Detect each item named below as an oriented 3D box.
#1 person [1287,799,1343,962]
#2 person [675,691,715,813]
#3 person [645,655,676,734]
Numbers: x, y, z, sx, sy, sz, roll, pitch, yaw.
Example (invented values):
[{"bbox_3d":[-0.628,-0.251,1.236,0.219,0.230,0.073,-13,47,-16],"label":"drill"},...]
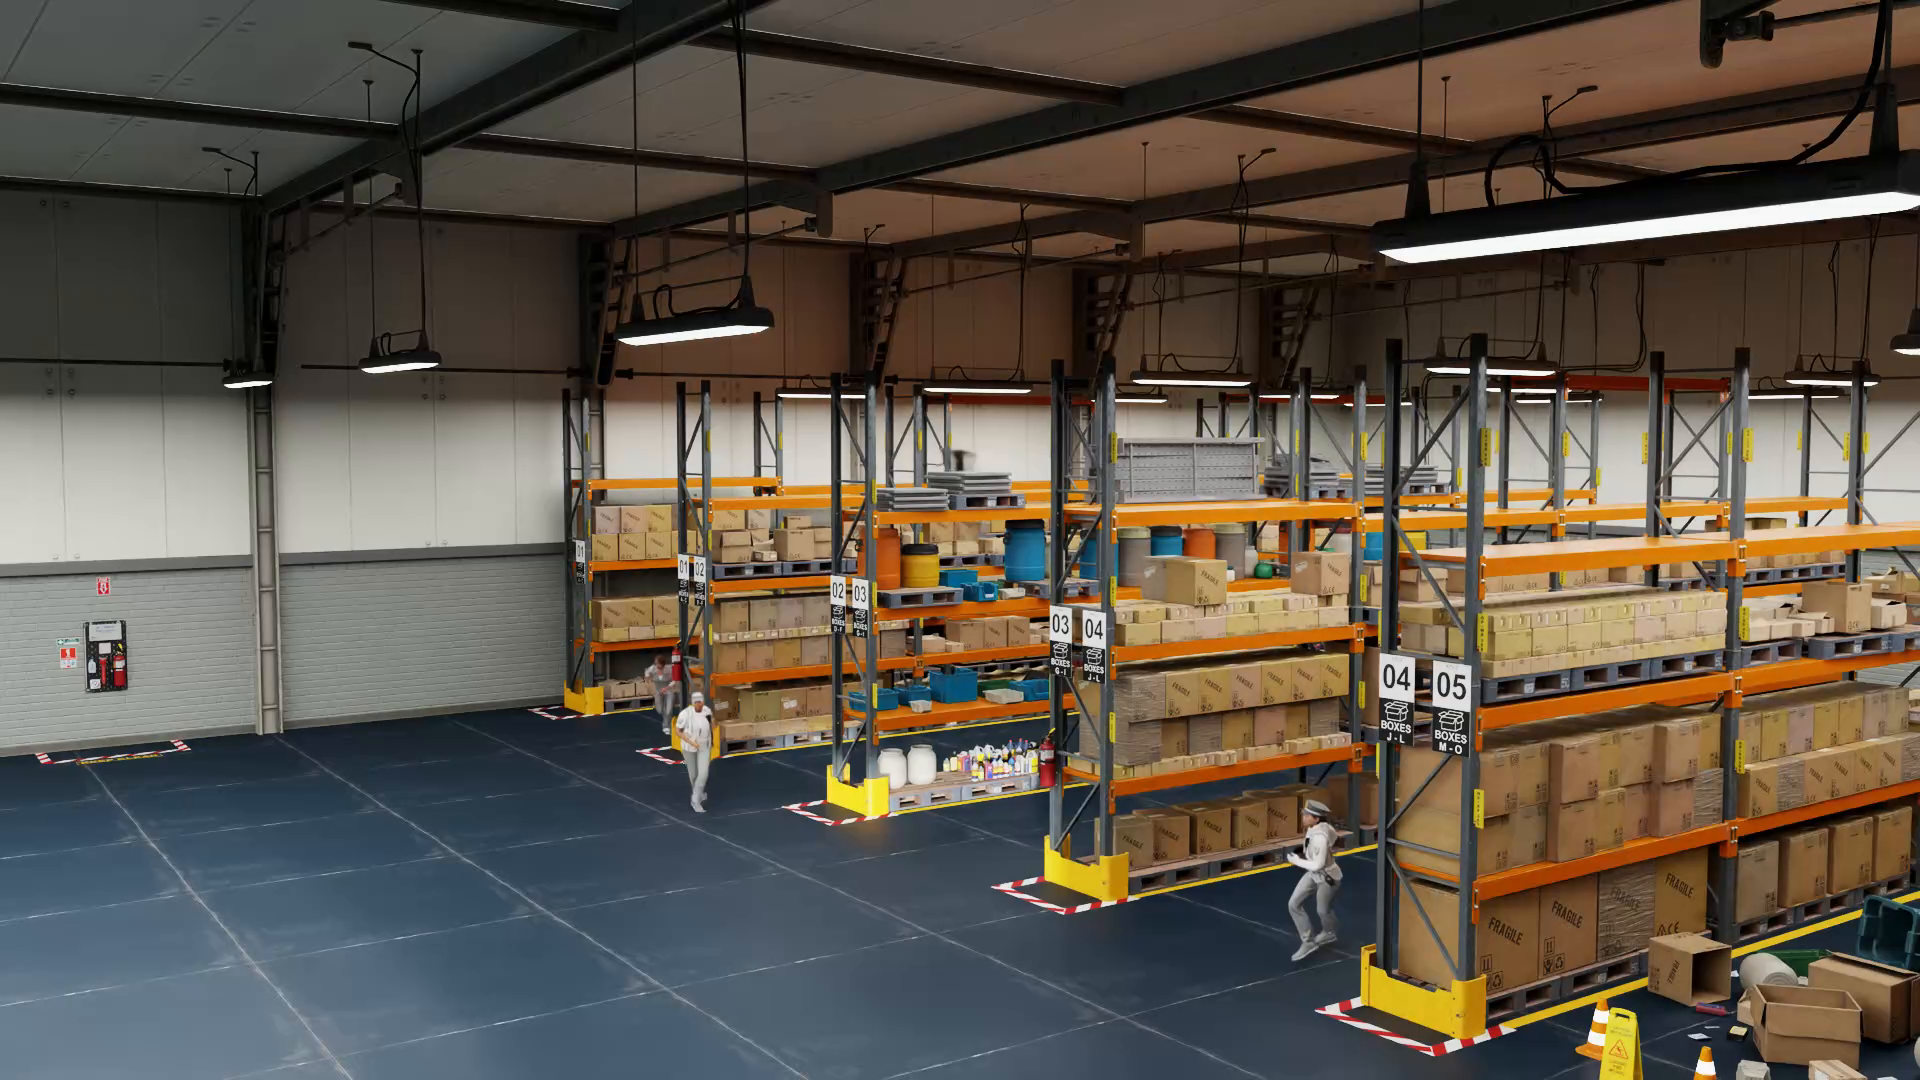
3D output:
[{"bbox_3d":[3.506,3.304,16.284,0.675,1.612,0.752,-1,4,-15],"label":"person"},{"bbox_3d":[-3.656,2.880,22.961,0.574,1.648,0.790,-1,4,-14],"label":"person"},{"bbox_3d":[-5.117,2.642,28.407,0.559,1.418,0.757,0,4,2],"label":"person"}]
